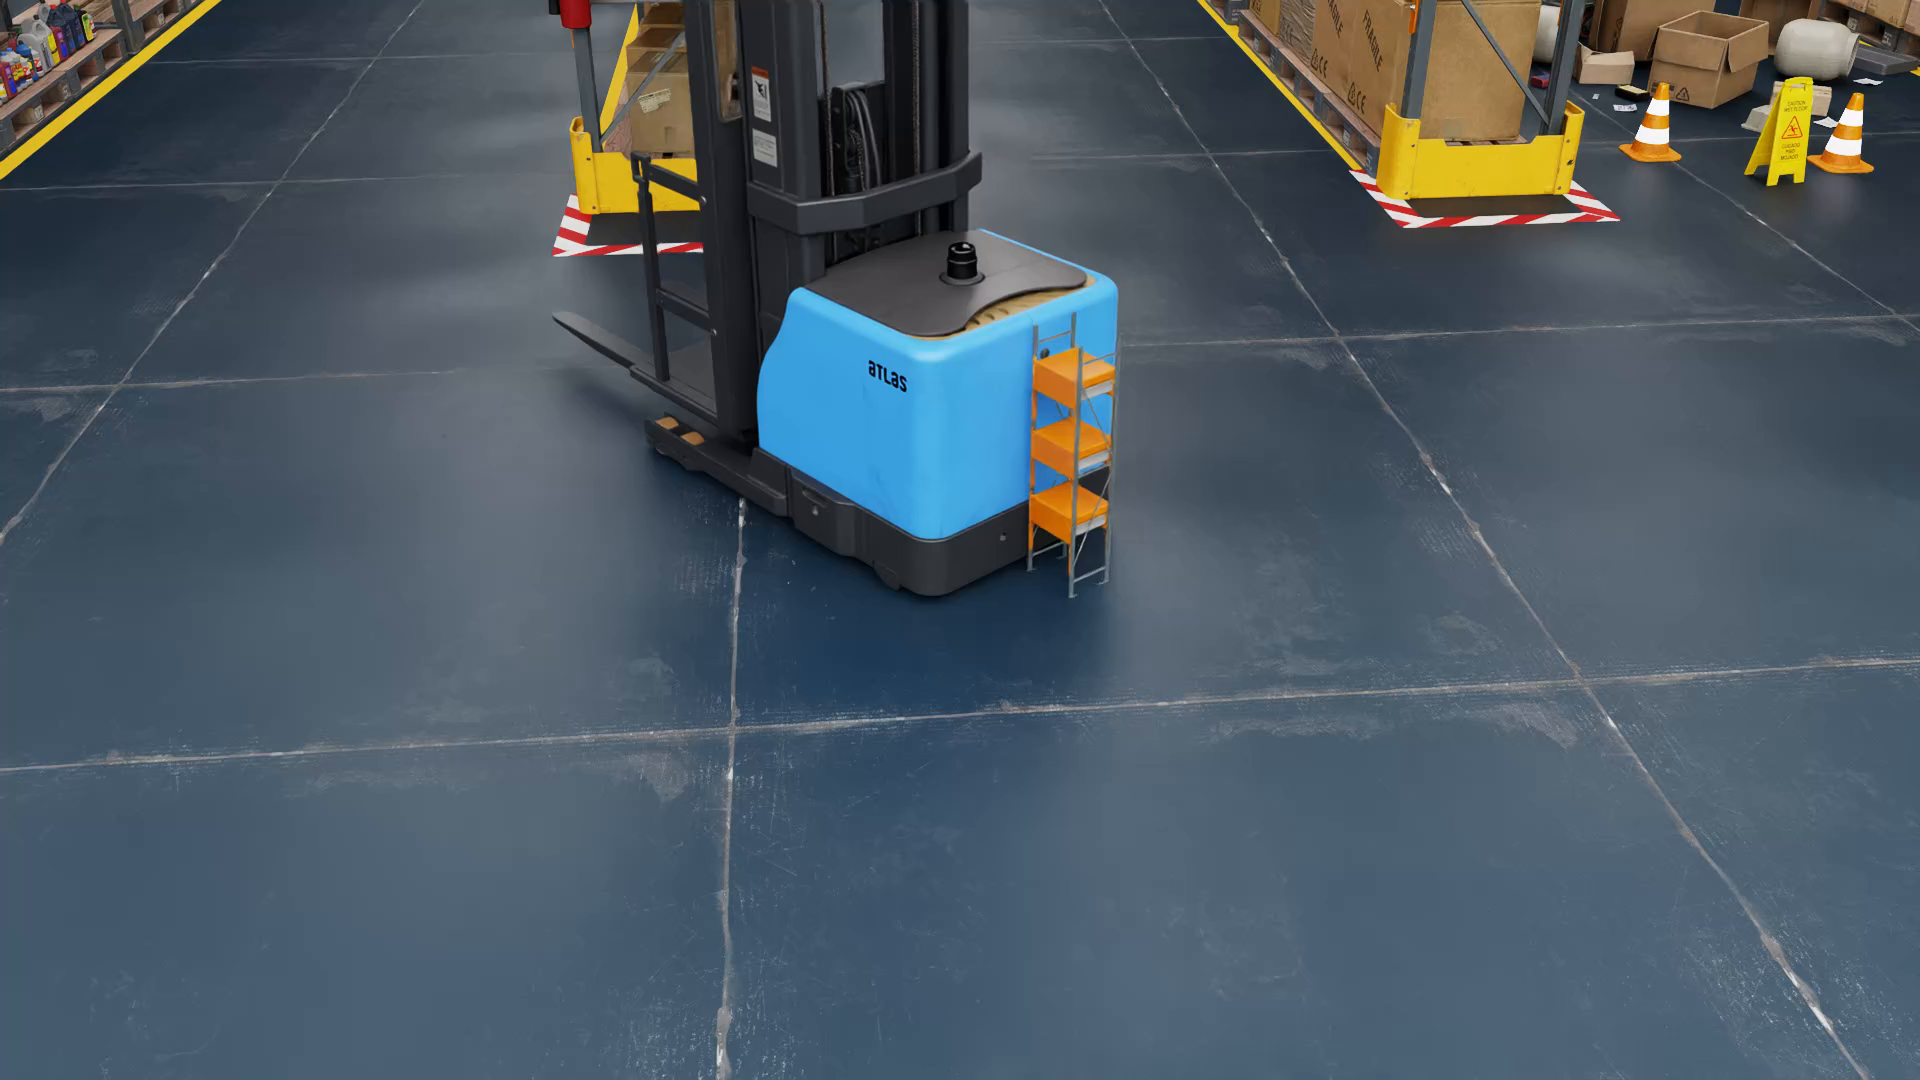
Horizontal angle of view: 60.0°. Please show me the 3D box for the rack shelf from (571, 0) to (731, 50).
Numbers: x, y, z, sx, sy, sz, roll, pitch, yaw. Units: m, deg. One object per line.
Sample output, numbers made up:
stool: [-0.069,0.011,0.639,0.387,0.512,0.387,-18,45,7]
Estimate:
rack shelf: [-1.917,-4.042,11.293,1.077,0.370,4.000,-3,31,-5]

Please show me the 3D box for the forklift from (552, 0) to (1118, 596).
forklift: [-0.744,-1.718,6.768,1.130,2.935,3.031,-25,39,-35]

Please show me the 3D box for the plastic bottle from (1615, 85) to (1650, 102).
plastic bottle: [4.900,-3.280,12.181,0.133,0.061,0.283,-14,33,-22]

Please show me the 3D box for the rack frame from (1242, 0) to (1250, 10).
rack frame: [2.844,-5.558,13.130,1.000,3.000,0.127,-3,31,-5]

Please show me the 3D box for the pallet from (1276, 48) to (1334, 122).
pallet: [2.954,-3.344,12.143,1.003,0.211,1.213,-3,31,-5]

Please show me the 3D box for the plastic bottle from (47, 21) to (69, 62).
plastic bottle: [-6.613,-3.663,12.177,0.061,0.283,0.133,-1,31,-1]

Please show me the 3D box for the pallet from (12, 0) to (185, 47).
pallet: [-7.147,-4.336,13.804,1.003,0.211,1.213,-3,31,-5]

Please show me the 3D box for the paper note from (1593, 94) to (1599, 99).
paper note: [4.659,-3.250,12.181,0.032,0.001,0.123,13,33,21]

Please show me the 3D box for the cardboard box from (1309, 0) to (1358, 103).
cardboard box: [3.004,-3.576,11.474,0.875,0.875,0.875,-3,31,-5]

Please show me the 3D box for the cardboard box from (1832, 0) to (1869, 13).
cardboard box: [7.549,-4.532,13.685,0.500,0.250,0.500,-4,31,-7]

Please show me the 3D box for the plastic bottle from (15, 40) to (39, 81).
plastic bottle: [-6.581,-3.380,11.715,0.097,0.271,0.097,0,31,0]

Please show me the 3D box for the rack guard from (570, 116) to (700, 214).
rack guard: [-1.737,-2.295,10.105,1.175,0.500,0.348,-3,31,-5]

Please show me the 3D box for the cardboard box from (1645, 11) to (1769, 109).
cardboard box: [5.452,-3.508,12.133,0.637,0.503,0.797,27,40,37]

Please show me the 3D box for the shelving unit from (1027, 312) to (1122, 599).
shelving unit: [0.421,-0.306,6.239,0.215,1.050,0.252,-22,37,-32]

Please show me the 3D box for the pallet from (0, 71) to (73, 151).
pallet: [-6.897,-2.968,11.513,1.003,0.211,1.213,-3,31,-5]

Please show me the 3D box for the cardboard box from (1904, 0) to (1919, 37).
cardboard box: [7.662,-3.990,12.776,0.500,0.250,0.500,-3,31,-5]

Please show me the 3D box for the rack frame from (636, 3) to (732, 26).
rack frame: [-2.104,-5.372,12.818,1.000,3.000,0.127,-3,31,-5]

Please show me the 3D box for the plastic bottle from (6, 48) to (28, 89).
plastic bottle: [-6.562,-3.277,11.542,0.097,0.271,0.097,0,31,0]

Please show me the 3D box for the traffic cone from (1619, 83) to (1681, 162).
traffic cone: [4.582,-2.766,10.929,0.336,0.463,0.334,-3,31,-5]

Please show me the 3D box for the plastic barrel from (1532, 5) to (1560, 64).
plastic barrel: [4.477,-3.946,12.944,0.512,0.421,0.421,20,36,29]

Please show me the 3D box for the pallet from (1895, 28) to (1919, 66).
pallet: [7.978,-3.684,12.712,1.003,0.211,1.213,-3,31,-5]

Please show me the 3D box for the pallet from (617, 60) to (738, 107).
pallet: [-1.889,-3.209,11.917,1.003,0.211,1.213,-3,31,-5]

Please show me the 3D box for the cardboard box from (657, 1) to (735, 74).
cardboard box: [-1.909,-3.668,11.993,0.500,0.500,0.500,-5,31,-9]

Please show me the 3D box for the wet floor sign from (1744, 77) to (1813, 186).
wet floor sign: [5.192,-2.585,10.448,0.267,0.644,0.232,-8,32,-13]

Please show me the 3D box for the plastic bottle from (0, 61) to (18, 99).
plastic bottle: [-6.523,-3.172,11.355,0.061,0.283,0.133,-2,31,-4]

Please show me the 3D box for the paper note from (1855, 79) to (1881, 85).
paper note: [6.828,-3.451,12.497,0.142,0.019,0.148,-14,33,-22]

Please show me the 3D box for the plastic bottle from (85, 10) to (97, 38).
plastic bottle: [-6.691,-3.952,12.741,0.097,0.201,0.097,0,31,0]

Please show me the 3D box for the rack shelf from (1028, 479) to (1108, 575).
rack shelf: [0.421,-0.058,6.387,0.215,0.259,0.240,-22,37,-32]

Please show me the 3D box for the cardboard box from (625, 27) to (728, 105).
cardboard box: [-1.862,-3.060,10.976,0.500,0.500,0.500,5,31,8]

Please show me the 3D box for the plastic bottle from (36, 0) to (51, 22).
plastic bottle: [-6.831,-3.864,12.448,0.144,0.351,0.185,-3,31,-5]

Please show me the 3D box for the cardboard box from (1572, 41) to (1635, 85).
cardboard box: [4.838,-3.595,12.509,0.396,0.266,0.258,2,31,4]

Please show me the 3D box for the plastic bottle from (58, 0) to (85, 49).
plastic bottle: [-6.688,-3.871,12.460,0.144,0.351,0.185,-4,31,-6]

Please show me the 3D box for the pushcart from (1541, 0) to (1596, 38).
pushcart: [5.498,-4.586,14.060,1.648,0.377,0.936,-14,33,-22]

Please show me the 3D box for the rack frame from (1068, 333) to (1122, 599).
rack frame: [0.497,-0.257,6.156,0.200,1.050,0.008,-22,37,-32]

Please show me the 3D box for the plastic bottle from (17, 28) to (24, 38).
plastic bottle: [-6.739,-3.561,12.007,0.061,0.283,0.133,-3,31,-5]

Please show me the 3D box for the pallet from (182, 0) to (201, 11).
pallet: [-7.264,-4.961,14.849,1.003,0.211,1.213,-3,31,-5]

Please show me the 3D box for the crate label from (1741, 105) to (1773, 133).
crate label: [5.603,-2.905,11.480,0.250,0.136,0.298,-20,36,-30]

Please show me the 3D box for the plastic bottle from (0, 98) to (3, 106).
plastic bottle: [-6.520,-3.050,11.163,0.097,0.271,0.097,0,31,0]

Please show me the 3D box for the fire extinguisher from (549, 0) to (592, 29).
fire extinguisher: [-2.178,-3.216,9.284,0.296,0.674,0.183,-3,31,-5]

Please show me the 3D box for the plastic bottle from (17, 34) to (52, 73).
plastic bottle: [-6.629,-3.493,11.900,0.152,0.276,0.135,-2,31,-4]

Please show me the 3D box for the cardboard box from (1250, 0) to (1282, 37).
cardboard box: [2.833,-4.501,13.024,0.875,0.875,0.875,-2,31,-4]
